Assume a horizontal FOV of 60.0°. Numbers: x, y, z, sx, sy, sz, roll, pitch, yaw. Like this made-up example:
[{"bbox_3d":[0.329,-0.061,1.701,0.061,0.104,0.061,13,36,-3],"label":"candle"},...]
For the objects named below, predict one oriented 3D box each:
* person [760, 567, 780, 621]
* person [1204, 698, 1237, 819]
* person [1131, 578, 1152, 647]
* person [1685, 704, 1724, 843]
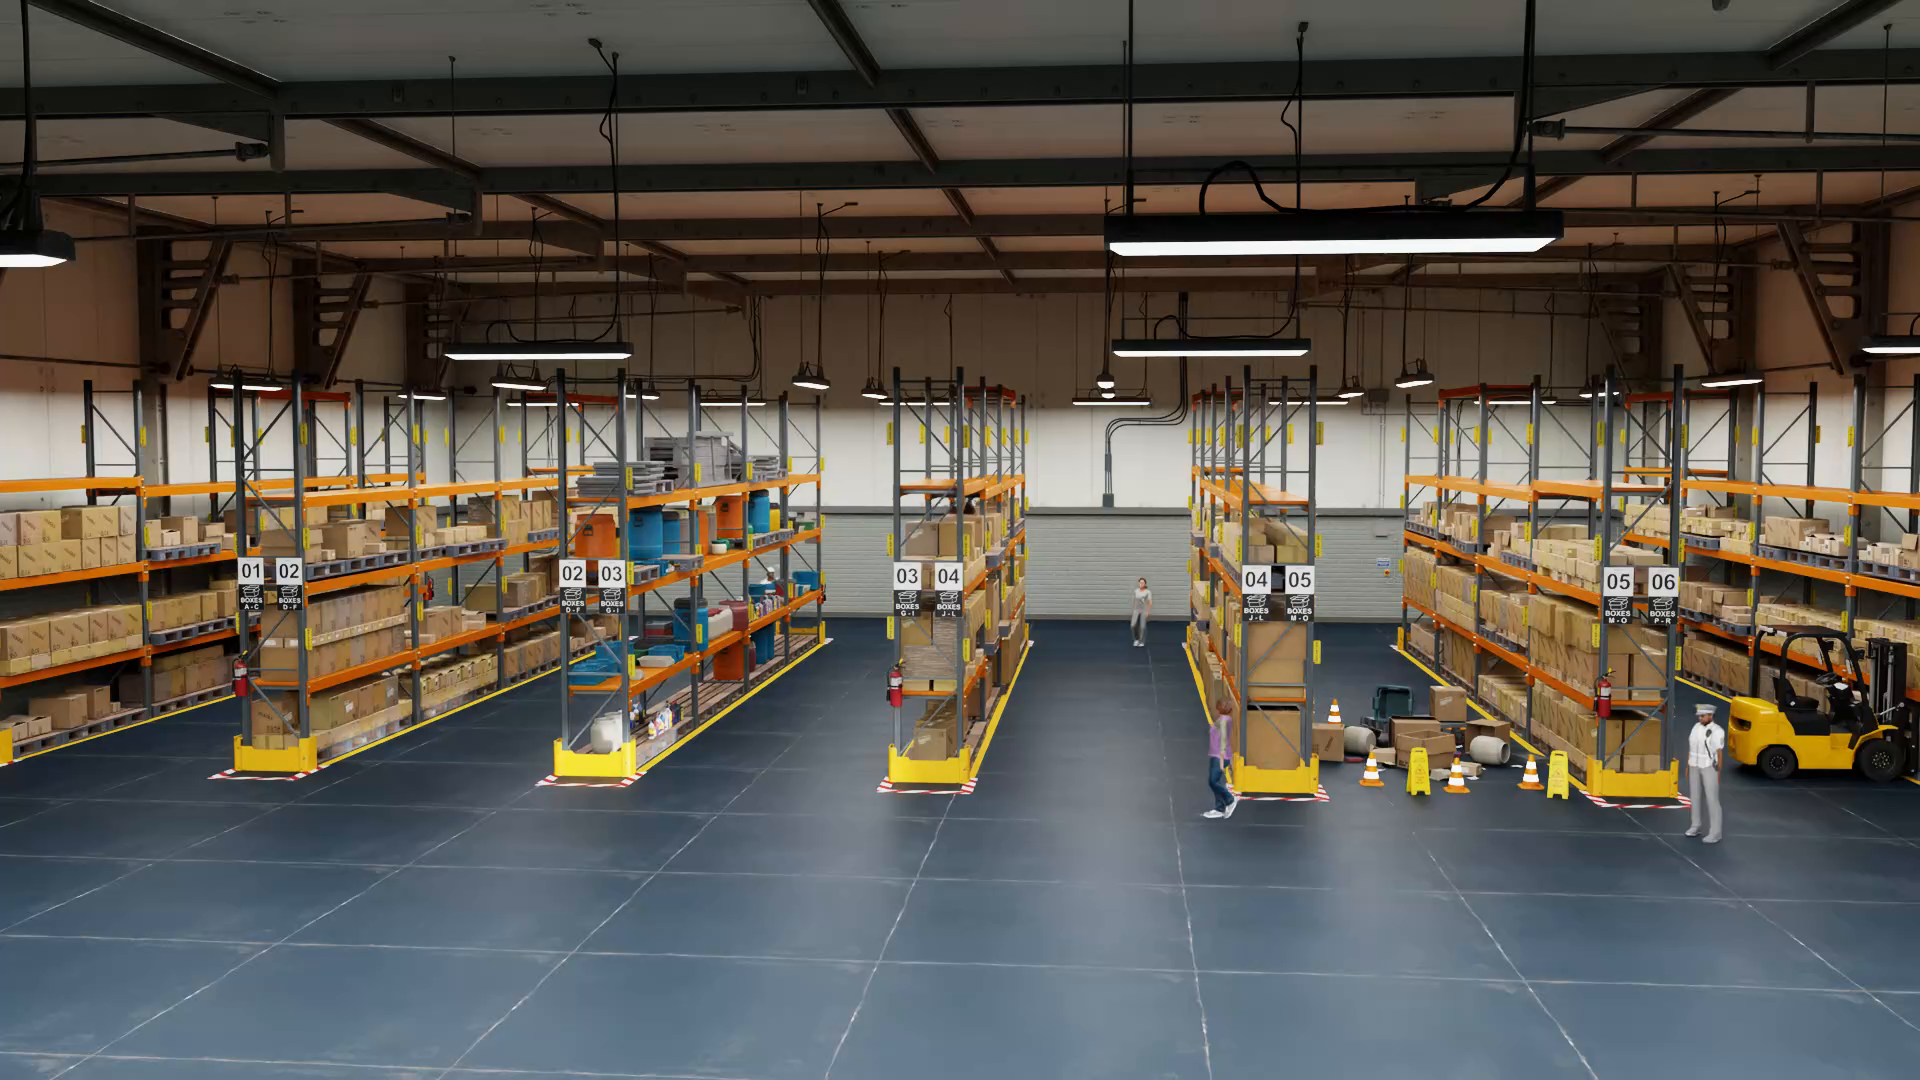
[{"bbox_3d":[-4.748,1.550,41.682,0.661,1.723,1.064,1,4,16],"label":"person"},{"bbox_3d":[3.397,2.845,21.688,0.419,1.592,0.439,-1,4,-19],"label":"person"},{"bbox_3d":[4.306,1.718,39.371,0.478,1.654,0.473,1,4,20],"label":"person"},{"bbox_3d":[9.288,2.893,20.762,0.419,1.692,0.515,-2,4,-27],"label":"person"}]
